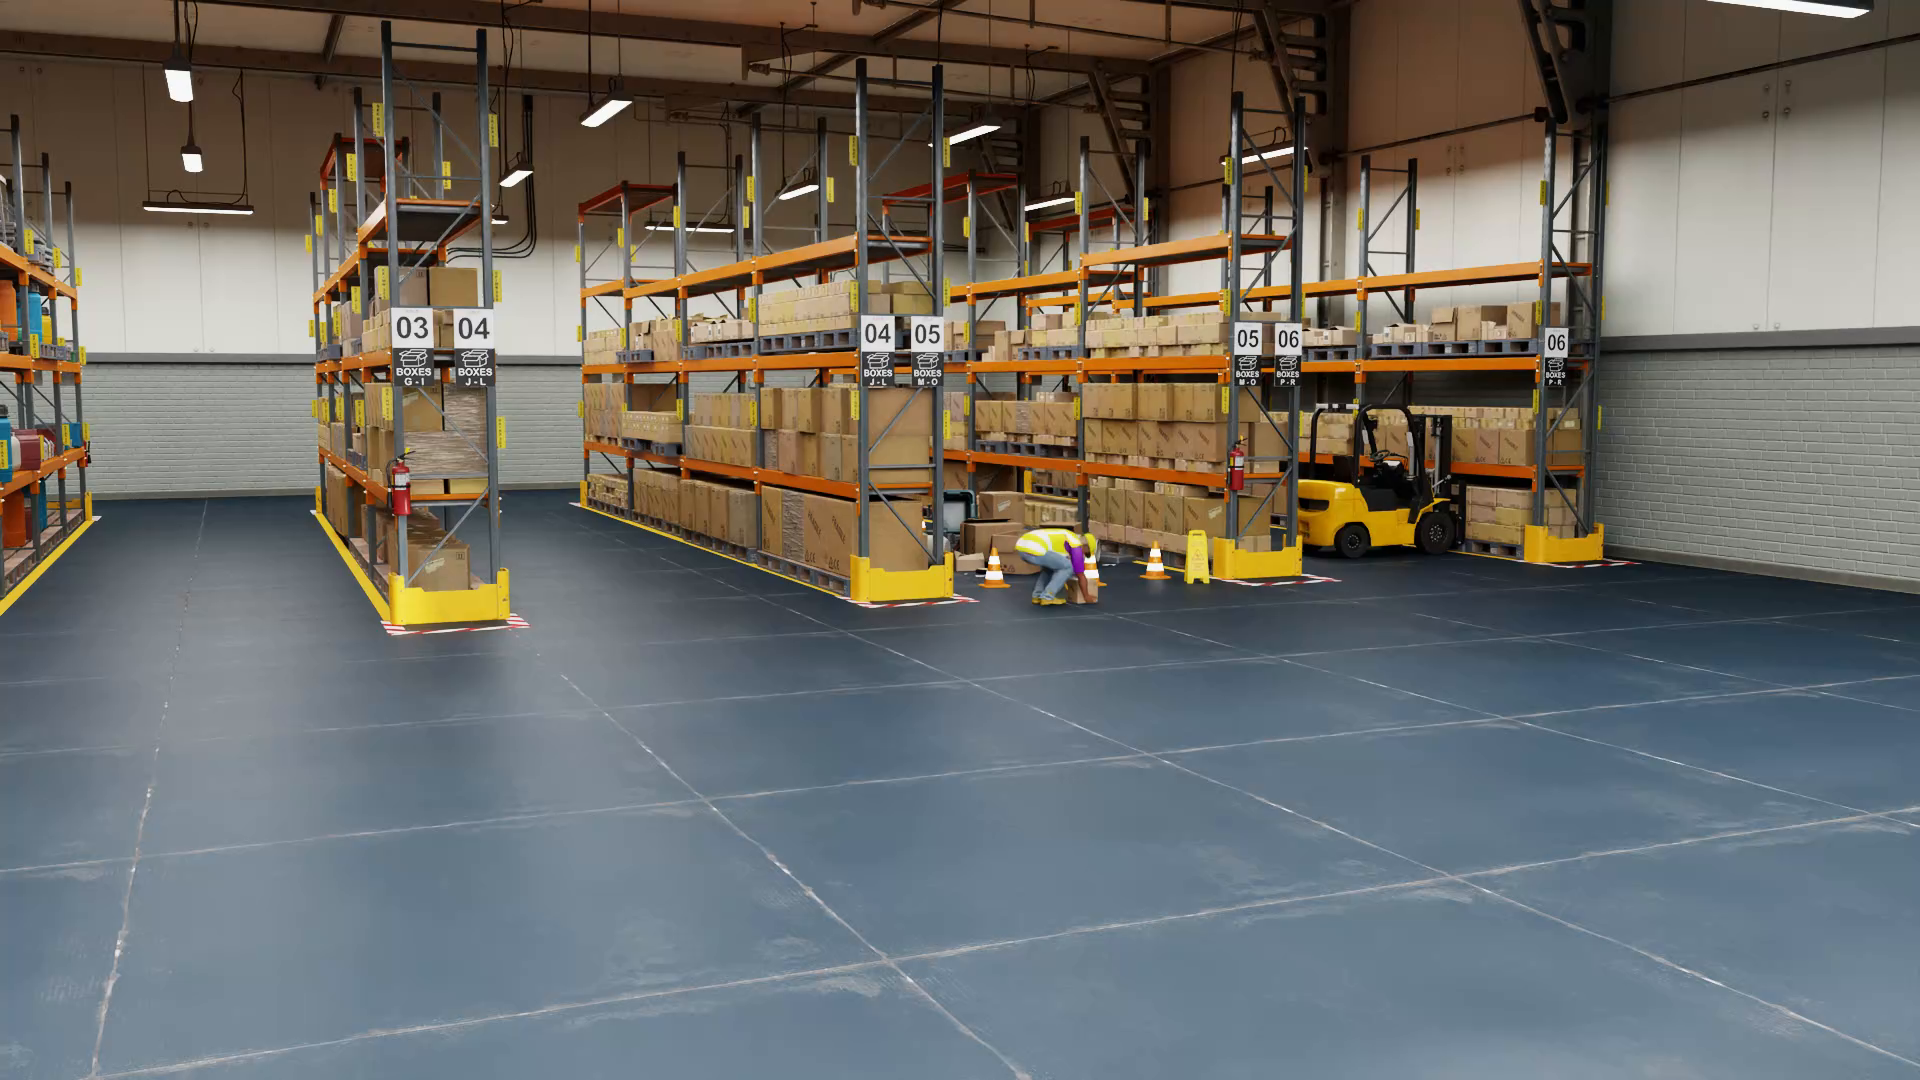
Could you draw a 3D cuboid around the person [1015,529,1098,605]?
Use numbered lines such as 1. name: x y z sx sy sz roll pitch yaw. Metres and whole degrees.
1. person: 1.086 0.300 18.553 0.980 0.850 0.511 -3 6 -26
